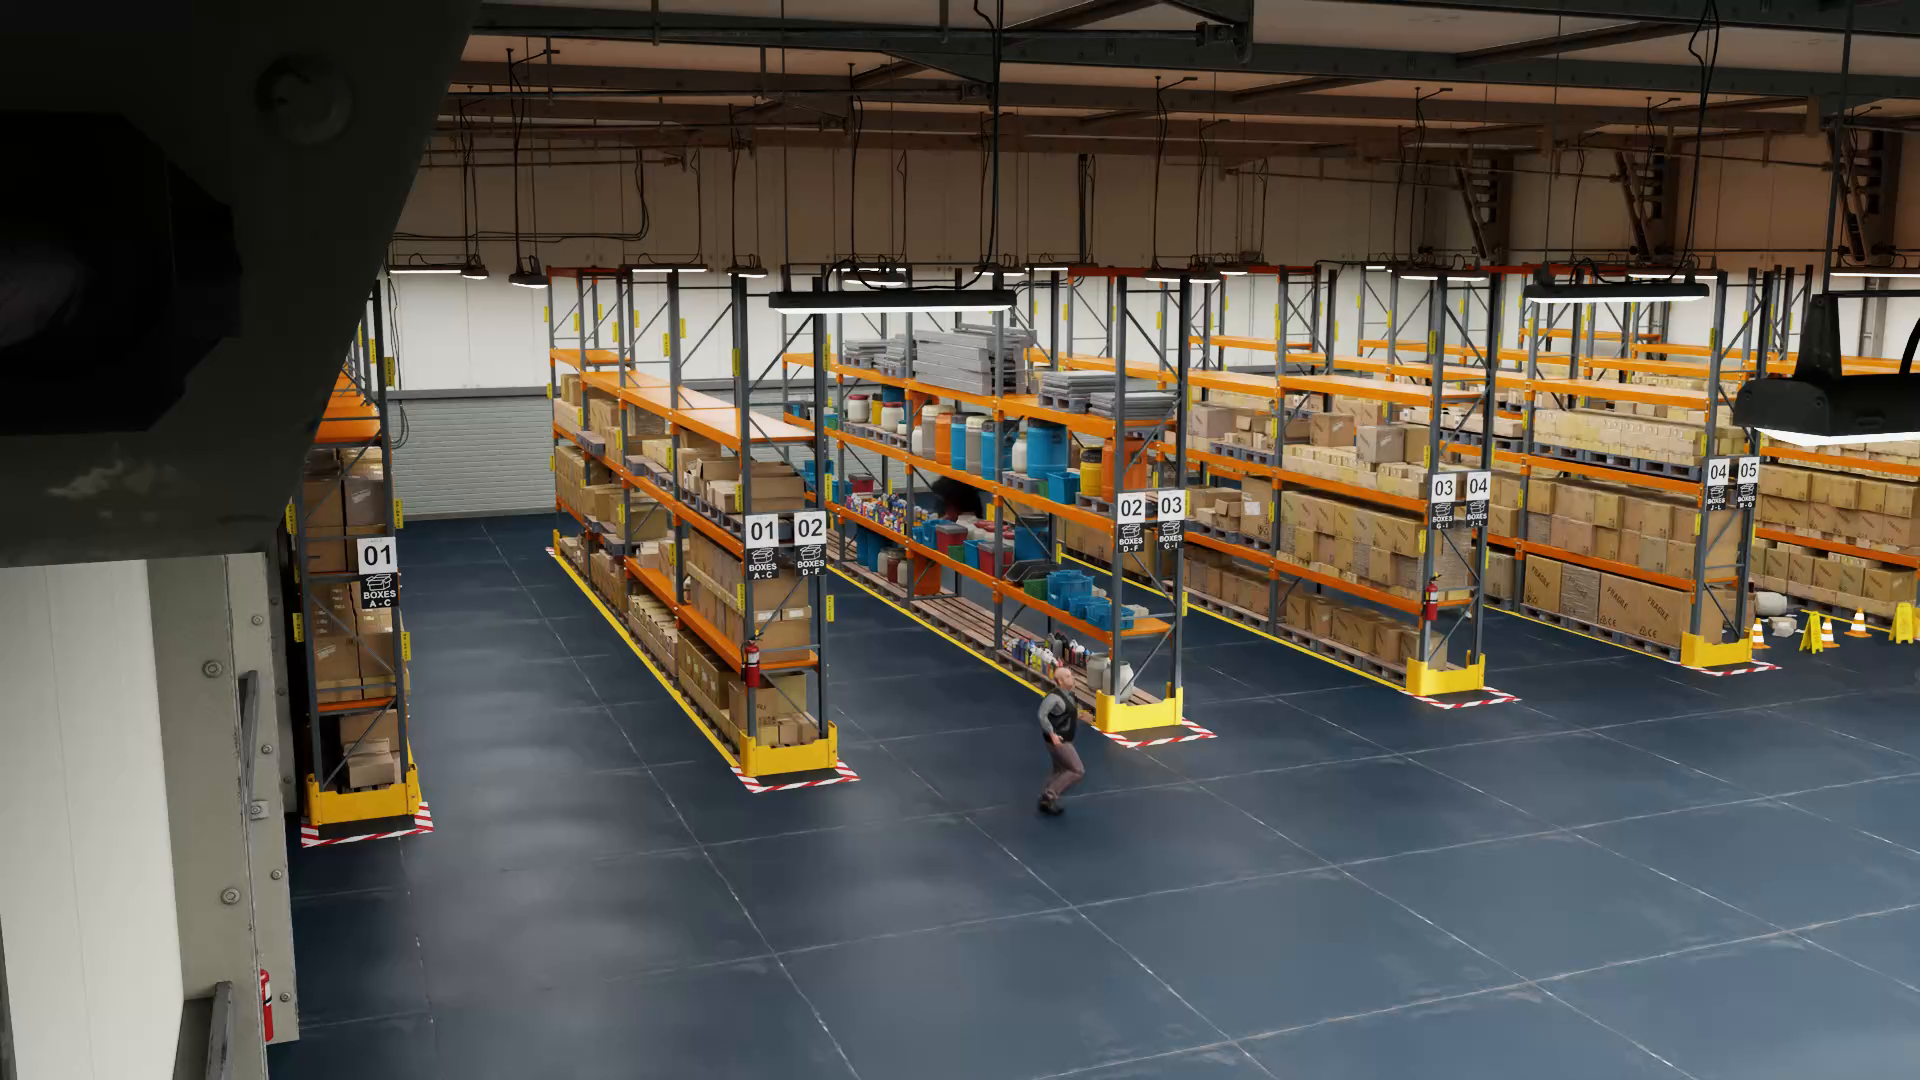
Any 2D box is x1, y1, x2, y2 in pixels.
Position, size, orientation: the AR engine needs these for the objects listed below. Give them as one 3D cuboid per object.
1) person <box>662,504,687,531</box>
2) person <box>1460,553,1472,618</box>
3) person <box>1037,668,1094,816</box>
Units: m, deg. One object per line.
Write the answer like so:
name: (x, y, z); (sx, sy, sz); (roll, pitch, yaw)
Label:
person: (-6.076, -0.623, 35.204); (0.806, 1.763, 0.694); (9, 13, 42)
person: (8.590, 0.490, 28.817); (0.571, 1.639, 0.990); (-6, 11, -30)
person: (1.189, 2.263, 18.762); (0.629, 1.690, 0.641); (2, 10, 11)
